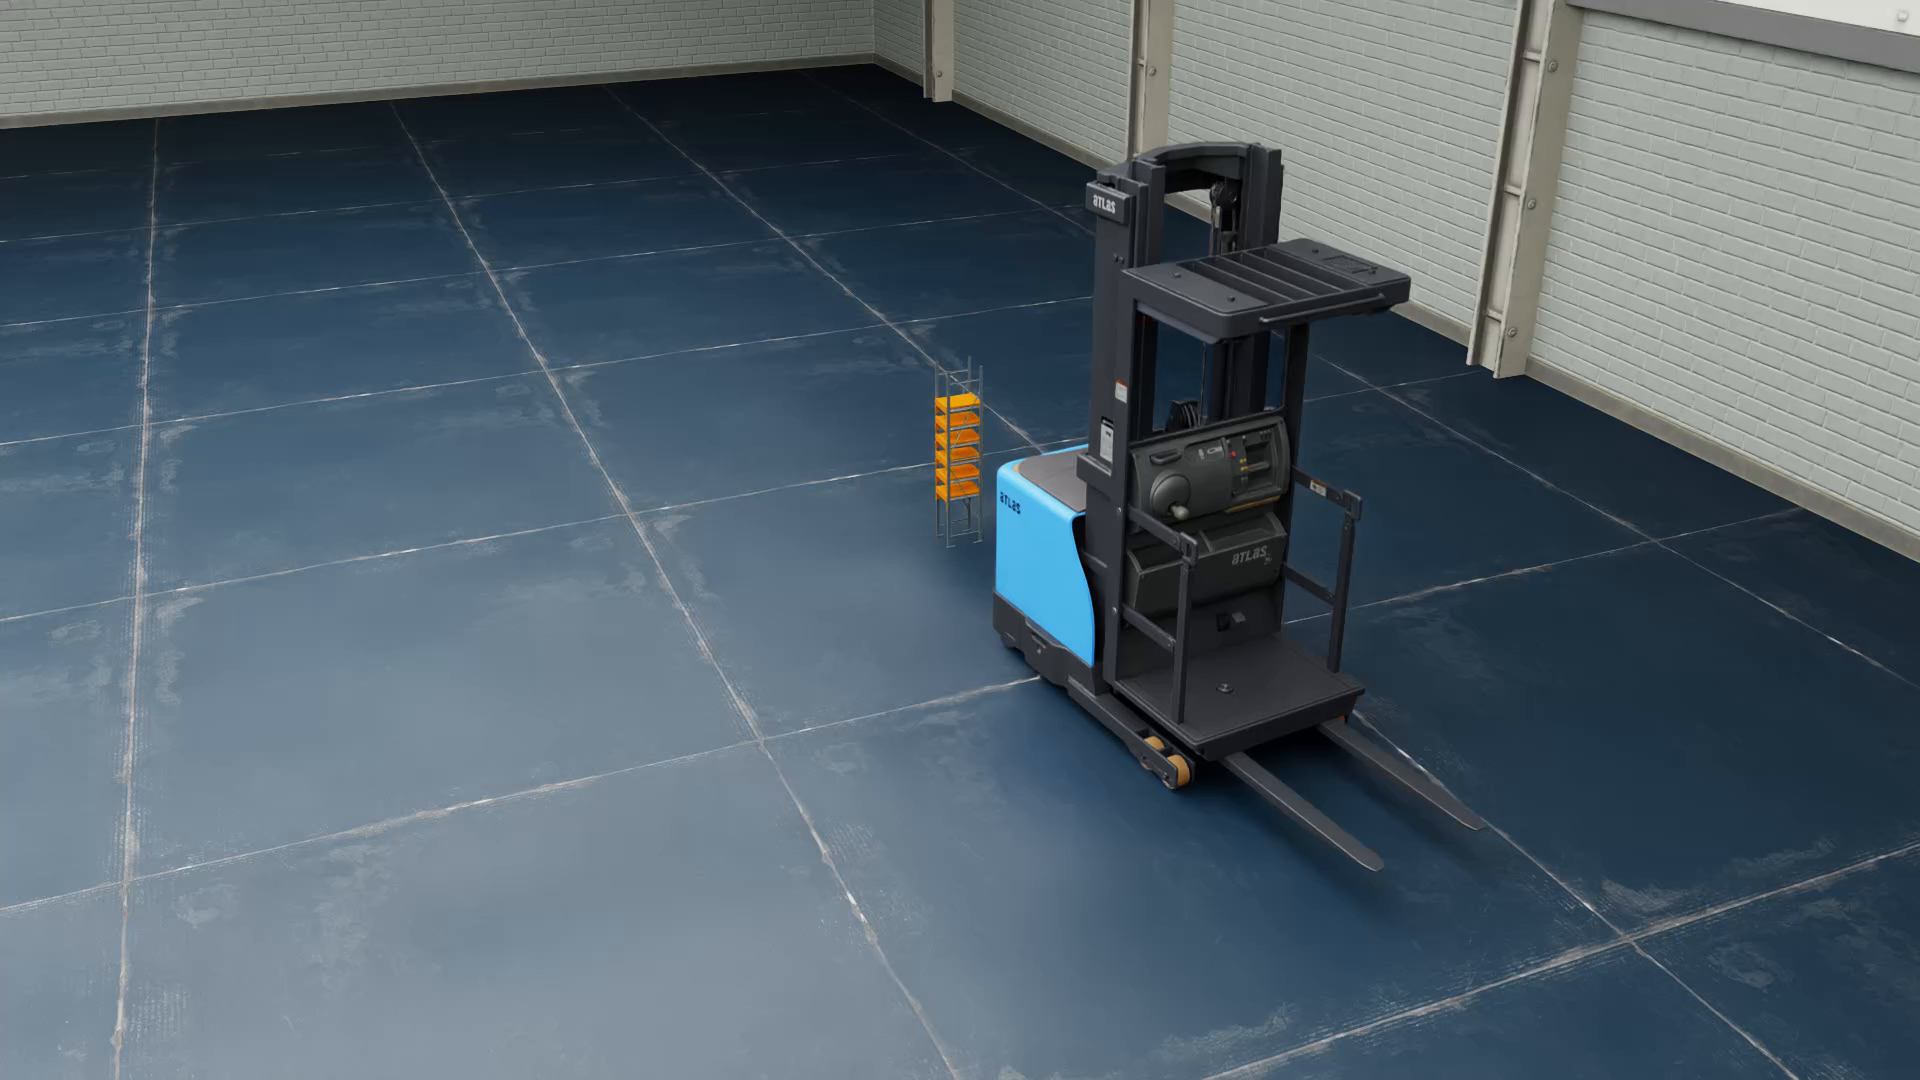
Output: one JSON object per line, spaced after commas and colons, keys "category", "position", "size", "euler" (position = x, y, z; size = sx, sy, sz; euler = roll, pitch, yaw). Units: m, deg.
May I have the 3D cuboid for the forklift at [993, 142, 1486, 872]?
{"category": "forklift", "position": [1.356, -0.315, 8.055], "size": [1.130, 2.935, 3.031], "euler": [-14, 29, -26]}

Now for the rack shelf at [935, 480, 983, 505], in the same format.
{"category": "rack shelf", "position": [-0.006, -0.289, 10.624], "size": [0.258, 0.103, 0.180], "euler": [-11, 28, -21]}

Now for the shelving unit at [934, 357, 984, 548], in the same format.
{"category": "shelving unit", "position": [-0.006, -0.545, 10.499], "size": [0.258, 1.200, 0.189], "euler": [-11, 28, -21]}

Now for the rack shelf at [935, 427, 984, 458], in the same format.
{"category": "rack shelf", "position": [-0.006, -0.613, 10.466], "size": [0.258, 0.103, 0.180], "euler": [-11, 28, -21]}

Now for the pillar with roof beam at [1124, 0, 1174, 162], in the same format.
{"category": "pillar with roof beam", "position": [-1.913, -7.134, 15.104], "size": [9.100, 9.000, 0.400], "euler": [-11, 28, -21]}

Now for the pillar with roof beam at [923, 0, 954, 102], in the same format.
{"category": "pillar with roof beam", "position": [-4.263, -9.556, 20.066], "size": [9.100, 9.000, 0.400], "euler": [-11, 28, -21]}

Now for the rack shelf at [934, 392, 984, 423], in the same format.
{"category": "rack shelf", "position": [-0.006, -0.829, 10.360], "size": [0.258, 0.103, 0.180], "euler": [-11, 28, -21]}

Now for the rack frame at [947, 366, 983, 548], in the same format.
{"category": "rack frame", "position": [0.030, -0.508, 10.423], "size": [0.240, 1.200, 0.006], "euler": [-11, 28, -21]}

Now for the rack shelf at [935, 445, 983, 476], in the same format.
{"category": "rack shelf", "position": [-0.006, -0.505, 10.518], "size": [0.258, 0.103, 0.180], "euler": [-11, 28, -21]}

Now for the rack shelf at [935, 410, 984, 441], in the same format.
{"category": "rack shelf", "position": [-0.006, -0.721, 10.413], "size": [0.258, 0.103, 0.180], "euler": [-11, 28, -21]}

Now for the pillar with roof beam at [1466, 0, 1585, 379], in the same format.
{"category": "pillar with roof beam", "position": [0.437, -4.712, 10.143], "size": [9.100, 9.000, 0.400], "euler": [-11, 28, -21]}

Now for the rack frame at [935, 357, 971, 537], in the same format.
{"category": "rack frame", "position": [-0.042, -0.582, 10.574], "size": [0.240, 1.200, 0.006], "euler": [-11, 28, -21]}

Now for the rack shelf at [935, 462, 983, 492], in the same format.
{"category": "rack shelf", "position": [-0.006, -0.397, 10.571], "size": [0.258, 0.103, 0.180], "euler": [-11, 28, -21]}
